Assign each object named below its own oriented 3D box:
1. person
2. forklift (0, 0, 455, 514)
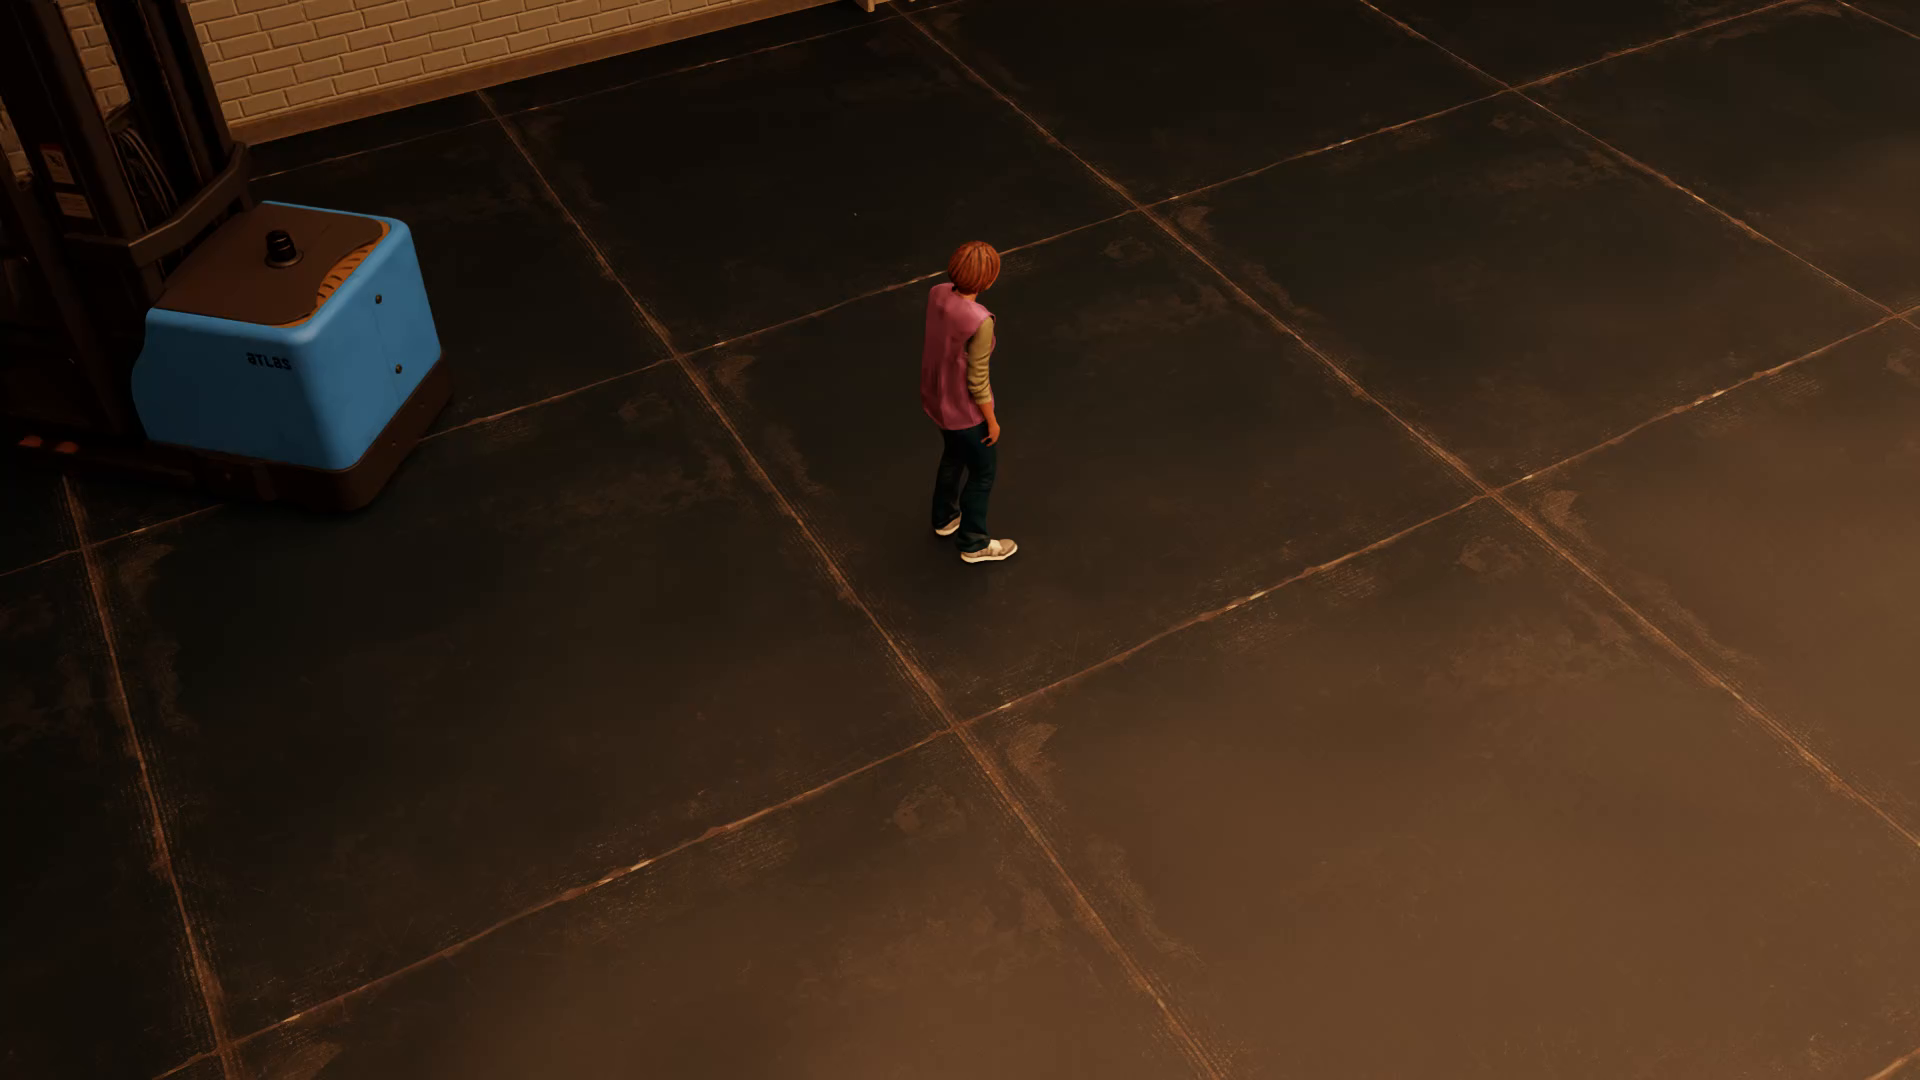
[{"bbox_3d":[0.015,-0.594,7.324,0.344,1.592,0.467,-23,48,-23],"label":"person"},{"bbox_3d":[-4.181,-1.736,7.570,3.031,2.935,1.130,9,44,10],"label":"forklift"}]
